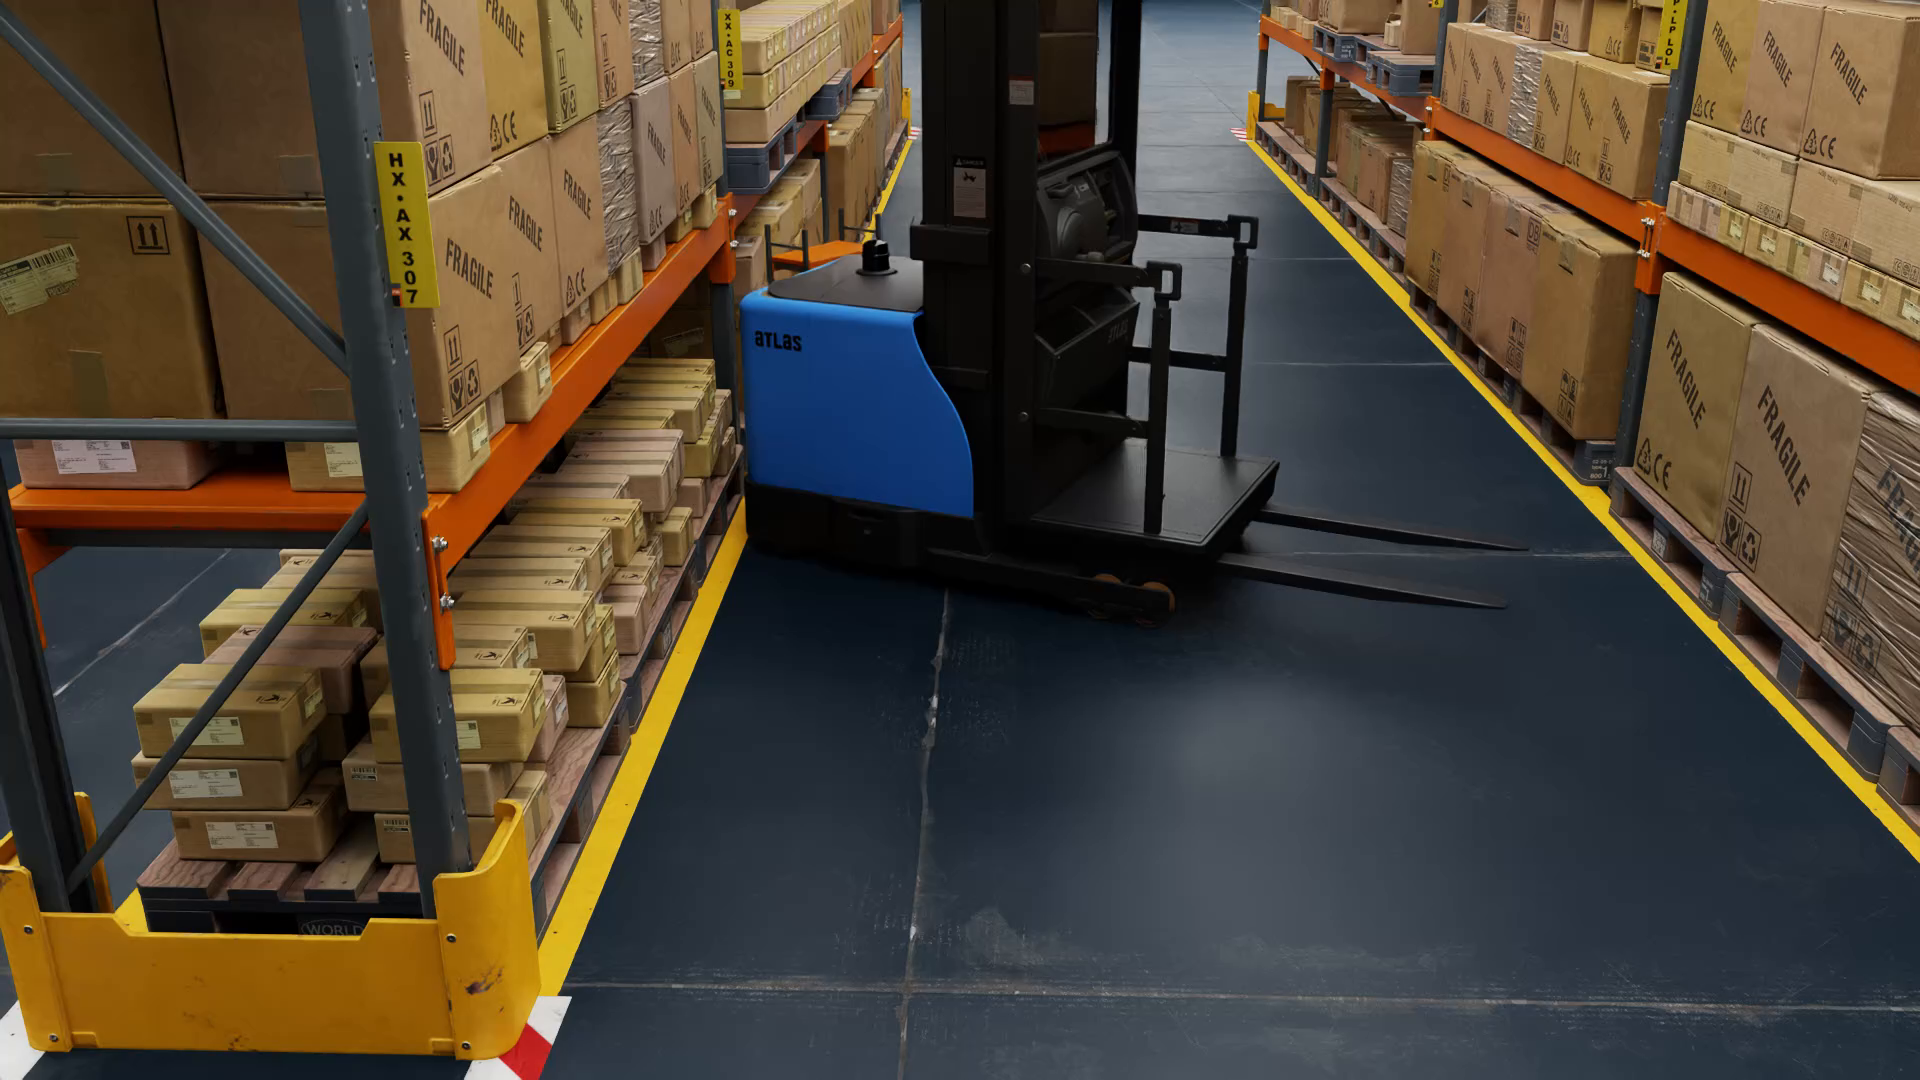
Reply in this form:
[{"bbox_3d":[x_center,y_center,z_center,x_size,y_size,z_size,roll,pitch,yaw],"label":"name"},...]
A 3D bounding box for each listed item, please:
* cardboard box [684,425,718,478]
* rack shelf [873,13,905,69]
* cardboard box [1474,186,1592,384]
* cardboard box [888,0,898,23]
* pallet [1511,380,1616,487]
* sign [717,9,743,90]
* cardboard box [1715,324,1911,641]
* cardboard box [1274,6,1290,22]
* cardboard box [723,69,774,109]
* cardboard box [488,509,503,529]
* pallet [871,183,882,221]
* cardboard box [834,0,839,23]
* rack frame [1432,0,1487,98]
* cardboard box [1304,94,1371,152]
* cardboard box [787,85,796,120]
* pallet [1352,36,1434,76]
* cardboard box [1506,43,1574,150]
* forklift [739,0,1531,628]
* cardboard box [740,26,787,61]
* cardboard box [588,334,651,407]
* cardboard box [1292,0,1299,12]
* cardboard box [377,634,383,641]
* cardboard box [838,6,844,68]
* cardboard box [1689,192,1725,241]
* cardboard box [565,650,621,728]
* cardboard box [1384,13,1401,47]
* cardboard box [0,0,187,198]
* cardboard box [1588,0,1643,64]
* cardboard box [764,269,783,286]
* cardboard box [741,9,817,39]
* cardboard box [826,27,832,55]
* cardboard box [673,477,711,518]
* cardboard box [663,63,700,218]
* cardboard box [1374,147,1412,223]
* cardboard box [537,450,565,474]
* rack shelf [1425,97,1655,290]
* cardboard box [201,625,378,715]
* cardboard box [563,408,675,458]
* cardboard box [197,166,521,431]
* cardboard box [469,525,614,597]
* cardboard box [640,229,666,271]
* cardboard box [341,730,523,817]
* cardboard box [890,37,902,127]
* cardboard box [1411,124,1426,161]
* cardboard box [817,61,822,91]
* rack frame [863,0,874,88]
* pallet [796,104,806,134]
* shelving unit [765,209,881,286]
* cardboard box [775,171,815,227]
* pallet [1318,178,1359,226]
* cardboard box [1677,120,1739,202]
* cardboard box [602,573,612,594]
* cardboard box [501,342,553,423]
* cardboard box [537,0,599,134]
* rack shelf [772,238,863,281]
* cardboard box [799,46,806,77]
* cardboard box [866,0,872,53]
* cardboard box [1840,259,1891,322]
[{"bbox_3d":[-1.193,-0.361,6.761,0.380,0.149,0.250,0,21,0],"label":"cardboard box"},{"bbox_3d":[-1.211,-4.948,16.629,1.077,0.370,4.000,1,21,2],"label":"rack shelf"},{"bbox_3d":[3.466,-1.337,8.683,1.225,0.875,0.875,0,21,0],"label":"cardboard box"},{"bbox_3d":[-1.111,-5.743,17.475,0.875,0.550,0.550,1,21,2],"label":"cardboard box"},{"bbox_3d":[3.388,-0.556,8.171,1.003,0.211,1.213,1,21,2],"label":"pallet"},{"bbox_3d":[-0.972,-2.068,7.015,0.100,0.325,0.005,1,21,2],"label":"sign"},{"bbox_3d":[3.312,-0.219,5.802,0.875,0.875,0.875,1,21,2],"label":"cardboard box"},{"bbox_3d":[3.508,-5.517,17.449,0.380,0.149,0.250,1,21,2],"label":"cardboard box"},{"bbox_3d":[-1.043,-2.022,7.450,0.380,0.149,0.250,1,21,2],"label":"cardboard box"},{"bbox_3d":[-1.806,-0.125,5.742,0.380,0.149,0.250,1,21,2],"label":"cardboard box"},{"bbox_3d":[-1.220,-2.980,14.418,1.003,0.211,1.213,1,21,2],"label":"pallet"},{"bbox_3d":[-0.950,-3.288,10.300,0.380,0.149,0.250,0,21,0],"label":"cardboard box"},{"bbox_3d":[3.561,-3.023,10.673,1.000,3.000,0.127,1,21,2],"label":"rack frame"},{"bbox_3d":[3.685,-4.076,16.263,0.500,0.500,0.500,-1,21,-3],"label":"cardboard box"},{"bbox_3d":[-1.020,-2.165,8.229,0.380,0.149,0.250,1,21,2],"label":"cardboard box"},{"bbox_3d":[3.581,-3.650,12.553,1.003,0.211,1.213,1,21,2],"label":"pallet"},{"bbox_3d":[3.232,-2.344,8.786,0.500,0.500,0.500,1,21,2],"label":"cardboard box"},{"bbox_3d":[0.671,-1.260,6.224,3.031,2.935,1.130,9,23,23],"label":"forklift"},{"bbox_3d":[-1.030,-2.355,7.895,0.380,0.149,0.250,1,21,2],"label":"cardboard box"},{"bbox_3d":[-1.744,-0.968,8.253,0.500,0.500,0.500,0,21,1],"label":"cardboard box"},{"bbox_3d":[3.807,-5.540,16.610,0.875,0.500,0.500,1,21,2],"label":"cardboard box"},{"bbox_3d":[-1.892,0.391,4.823,0.380,0.149,0.250,0,21,-1],"label":"cardboard box"},{"bbox_3d":[-1.097,-3.504,11.774,0.500,0.500,0.500,0,21,1],"label":"cardboard box"},{"bbox_3d":[3.090,-1.261,6.480,0.380,0.149,0.250,0,21,0],"label":"cardboard box"},{"bbox_3d":[-1.256,0.449,5.085,0.380,0.149,0.250,1,21,2],"label":"cardboard box"},{"bbox_3d":[3.342,-3.762,12.183,0.396,0.266,0.258,0,21,0],"label":"cardboard box"},{"bbox_3d":[-1.871,-1.041,3.634,0.500,0.500,0.500,0,21,1],"label":"cardboard box"},{"bbox_3d":[3.483,-2.570,7.981,0.797,0.503,0.637,1,21,2],"label":"cardboard box"},{"bbox_3d":[-1.213,-1.154,8.731,0.500,0.500,0.500,2,21,4],"label":"cardboard box"},{"bbox_3d":[-0.991,-2.820,9.095,0.380,0.149,0.250,2,21,4],"label":"cardboard box"},{"bbox_3d":[-0.965,-2.956,9.856,0.380,0.149,0.250,1,21,3],"label":"cardboard box"},{"bbox_3d":[-1.221,-0.200,6.757,0.380,0.149,0.250,0,21,0],"label":"cardboard box"},{"bbox_3d":[-1.264,-1.487,6.166,0.500,0.500,0.500,0,21,0],"label":"cardboard box"},{"bbox_3d":[3.576,-2.711,12.716,0.700,0.500,0.500,2,21,6],"label":"cardboard box"},{"bbox_3d":[-1.746,-0.267,6.520,0.380,0.149,0.250,0,21,-1],"label":"cardboard box"},{"bbox_3d":[3.501,-1.964,8.939,1.077,0.370,4.000,1,21,2],"label":"rack shelf"},{"bbox_3d":[-1.809,0.350,4.518,0.380,0.149,0.250,1,21,3],"label":"cardboard box"},{"bbox_3d":[-1.320,-0.404,6.462,0.380,0.149,0.250,1,21,3],"label":"cardboard box"},{"bbox_3d":[-1.347,-0.566,3.791,0.500,0.500,0.500,2,21,4],"label":"cardboard box"},{"bbox_3d":[-1.314,0.067,5.247,0.380,0.149,0.250,1,21,4],"label":"cardboard box"},{"bbox_3d":[-1.267,-1.063,5.969,0.380,0.149,0.250,0,21,-1],"label":"cardboard box"},{"bbox_3d":[-1.364,0.587,4.320,0.380,0.149,0.250,2,21,4],"label":"cardboard box"},{"bbox_3d":[-1.104,-4.966,18.037,0.875,0.875,0.875,1,21,2],"label":"cardboard box"},{"bbox_3d":[3.558,-2.847,12.030,0.500,0.250,0.500,3,21,8],"label":"cardboard box"},{"bbox_3d":[-0.983,-2.639,9.450,0.380,0.149,0.250,0,21,-1],"label":"cardboard box"},{"bbox_3d":[-1.272,-4.560,14.635,1.000,3.000,0.127,1,21,2],"label":"rack frame"},{"bbox_3d":[-1.412,-2.308,9.097,1.003,0.211,1.213,1,21,2],"label":"pallet"},{"bbox_3d":[-0.602,-0.863,7.591,0.258,1.200,0.503,15,26,35],"label":"shelving unit"},{"bbox_3d":[-1.156,-2.061,10.033,0.500,0.250,0.500,1,21,2],"label":"cardboard box"},{"bbox_3d":[3.661,-2.888,14.179,1.003,0.211,1.213,1,21,2],"label":"pallet"},{"bbox_3d":[3.164,-1.478,6.488,0.500,0.250,0.500,0,21,1],"label":"cardboard box"},{"bbox_3d":[-1.384,0.112,5.544,0.380,0.149,0.250,2,21,4],"label":"cardboard box"},{"bbox_3d":[-1.271,-0.407,4.278,0.380,0.149,0.250,0,21,0],"label":"cardboard box"},{"bbox_3d":[-1.310,-1.403,4.565,0.500,0.500,0.500,0,21,0],"label":"cardboard box"},{"bbox_3d":[-0.604,-1.230,7.451,0.258,0.148,0.480,15,26,35],"label":"rack shelf"},{"bbox_3d":[-1.008,-2.497,8.673,0.380,0.149,0.250,0,21,1],"label":"cardboard box"},{"bbox_3d":[-1.020,-4.415,14.123,0.500,0.500,0.500,1,21,1],"label":"cardboard box"},{"bbox_3d":[3.052,-0.793,5.272,0.380,0.149,0.250,0,21,0],"label":"cardboard box"}]
